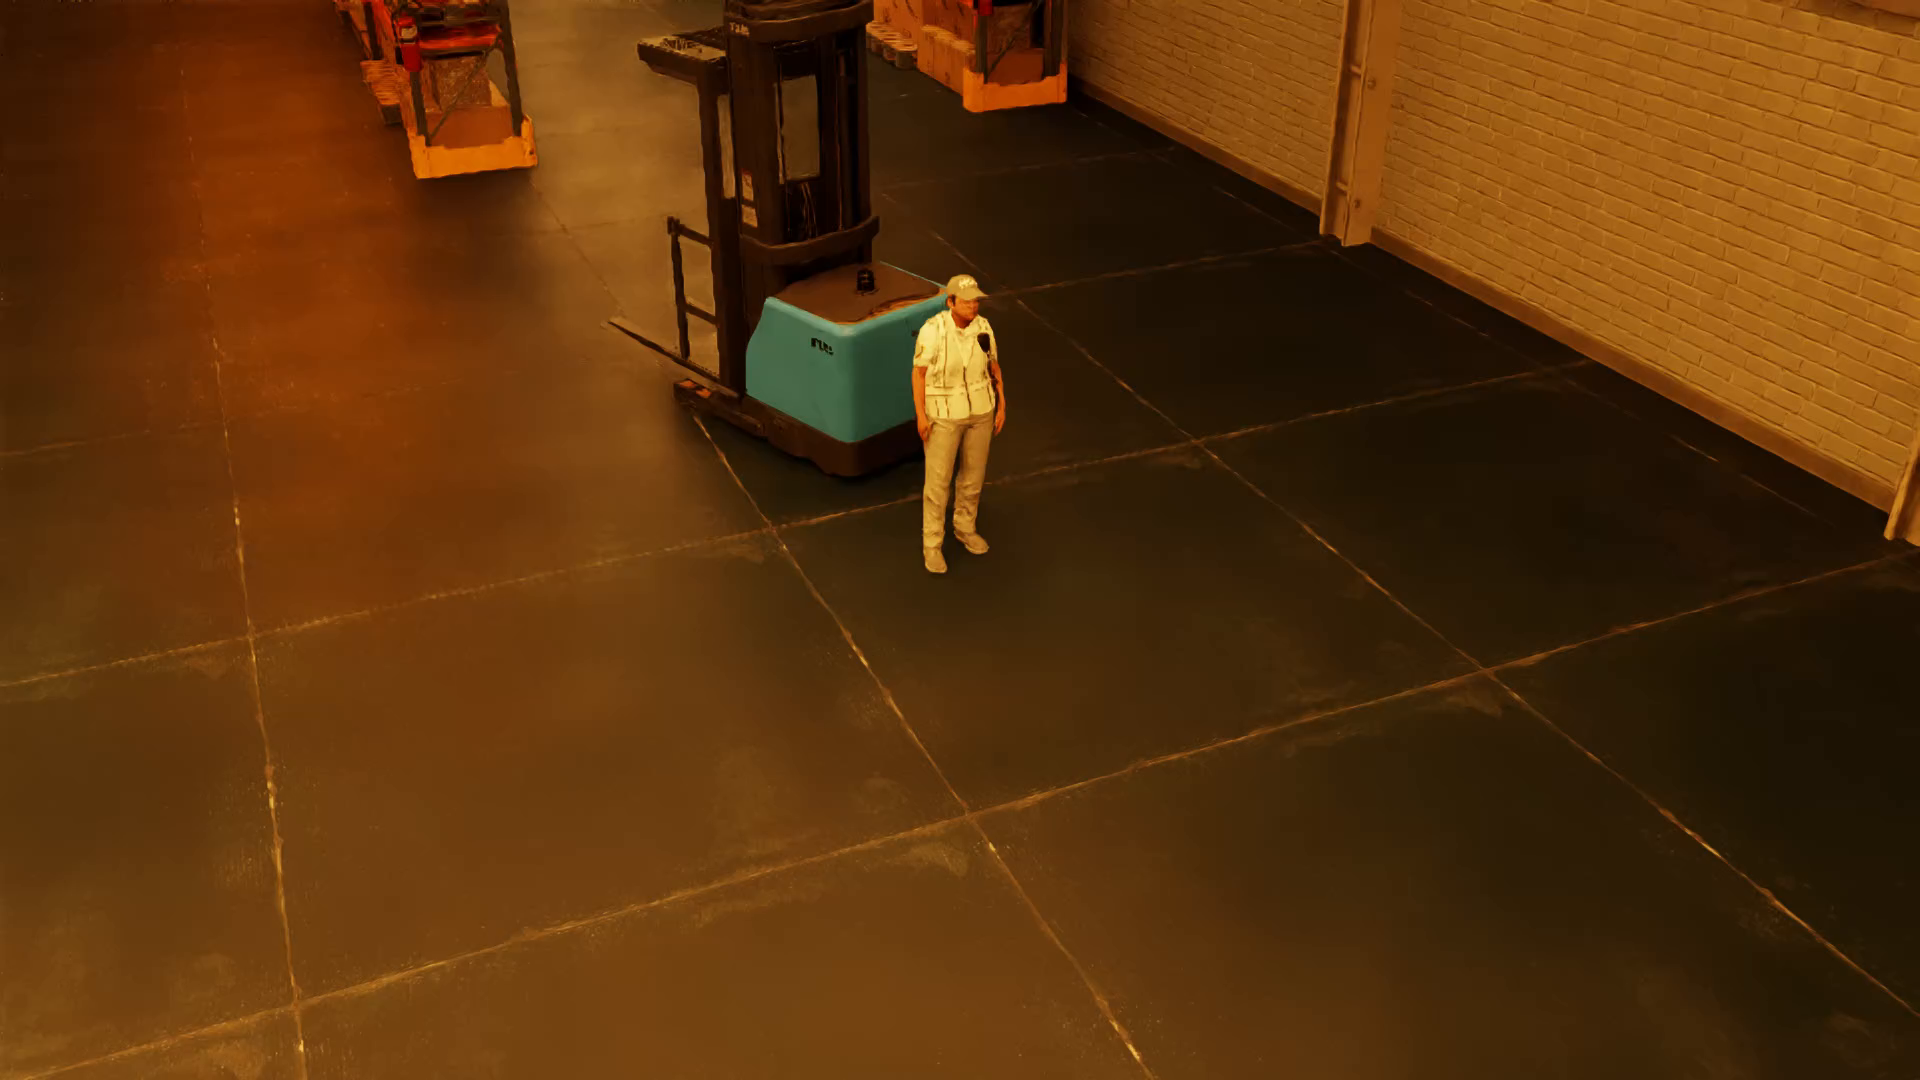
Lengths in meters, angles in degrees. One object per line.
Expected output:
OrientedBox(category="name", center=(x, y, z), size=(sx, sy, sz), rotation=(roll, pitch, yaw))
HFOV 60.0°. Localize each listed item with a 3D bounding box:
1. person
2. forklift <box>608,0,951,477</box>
OrientedBox(category="person", center=(0.011, -0.690, 9.585), size=(0.598, 1.669, 0.526), rotation=(-12, 32, -20))
OrientedBox(category="forklift", center=(-1.372, -2.316, 11.170), size=(1.130, 2.935, 3.031), rotation=(-25, 38, -37))
